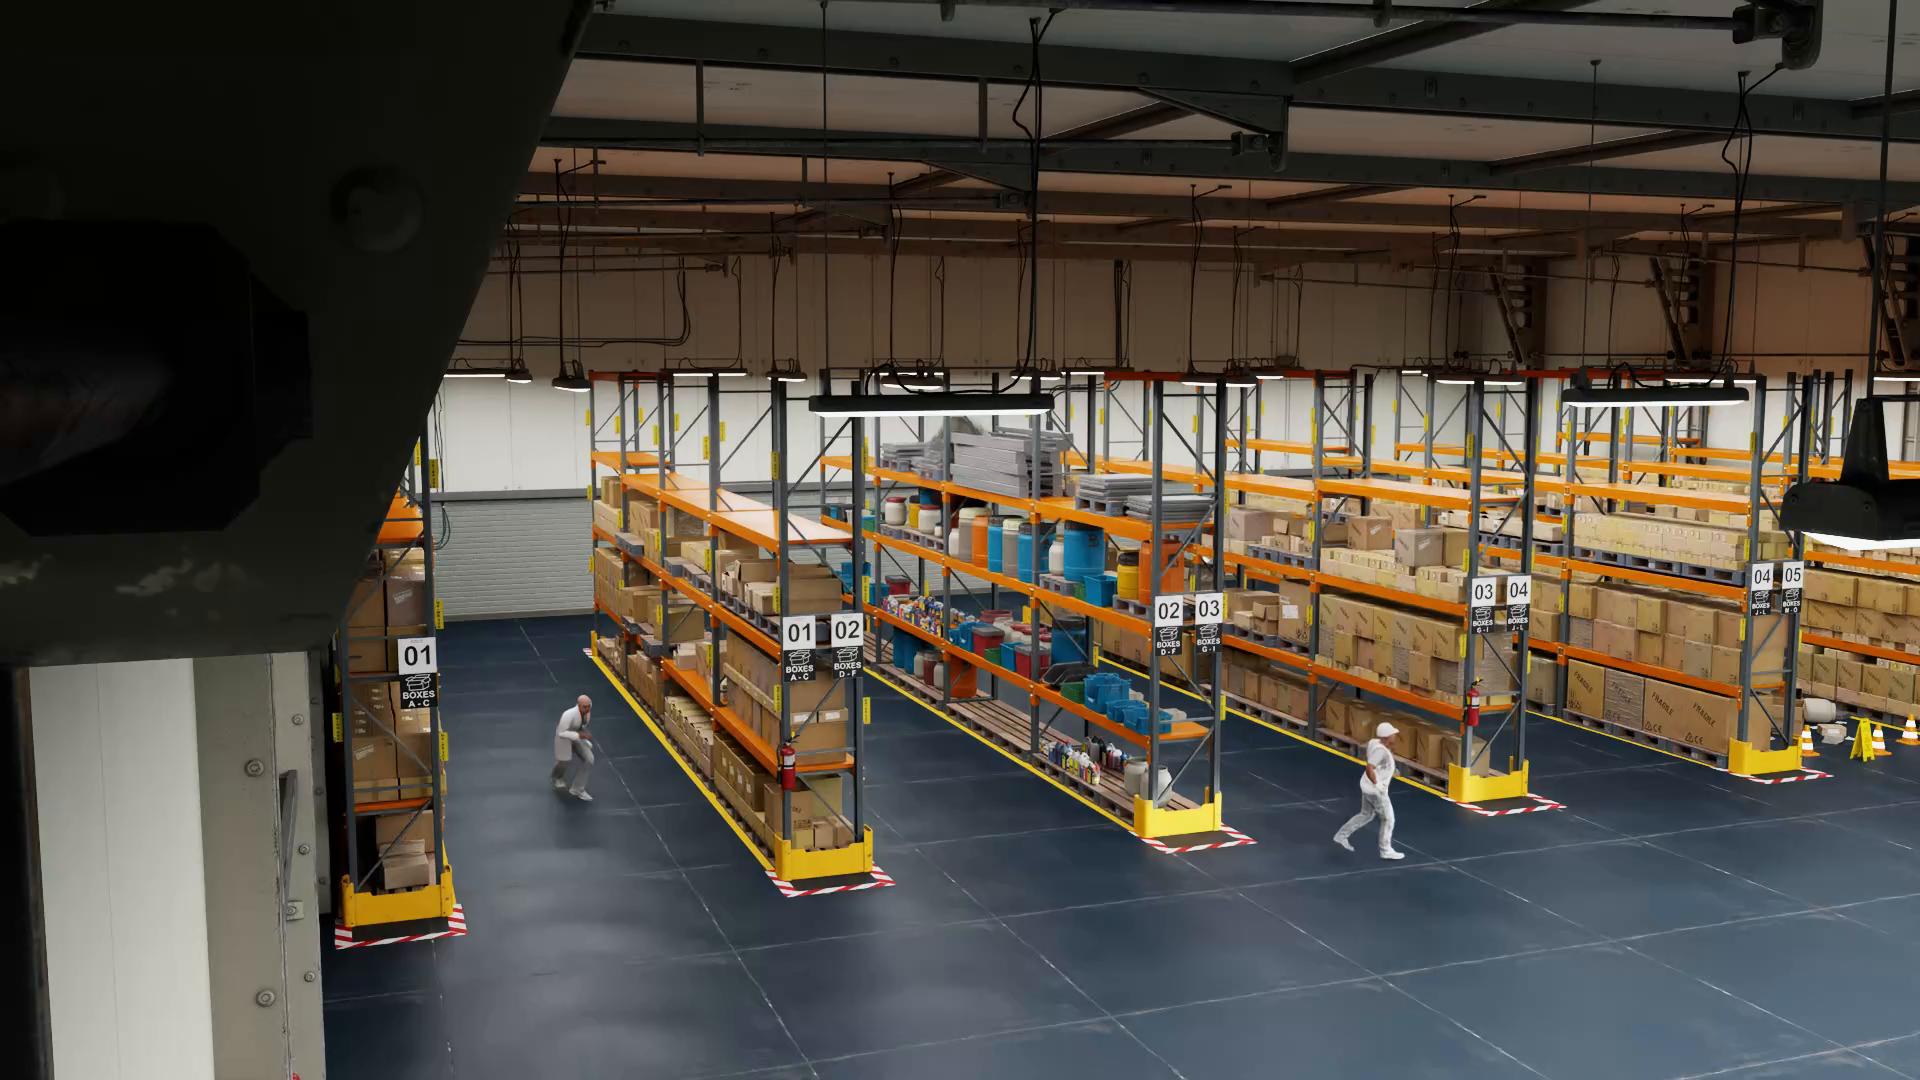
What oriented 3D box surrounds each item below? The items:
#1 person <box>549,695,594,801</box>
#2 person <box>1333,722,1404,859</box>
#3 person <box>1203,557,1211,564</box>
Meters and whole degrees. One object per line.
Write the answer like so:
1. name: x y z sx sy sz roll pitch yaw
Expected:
1. person: -5.613 2.927 23.812 1.220 1.566 0.696 6 9 42
2. person: 5.122 3.133 20.753 0.883 1.758 0.701 1 7 12
3. person: 5.556 1.244 38.061 0.669 1.731 0.622 -4 8 -33
